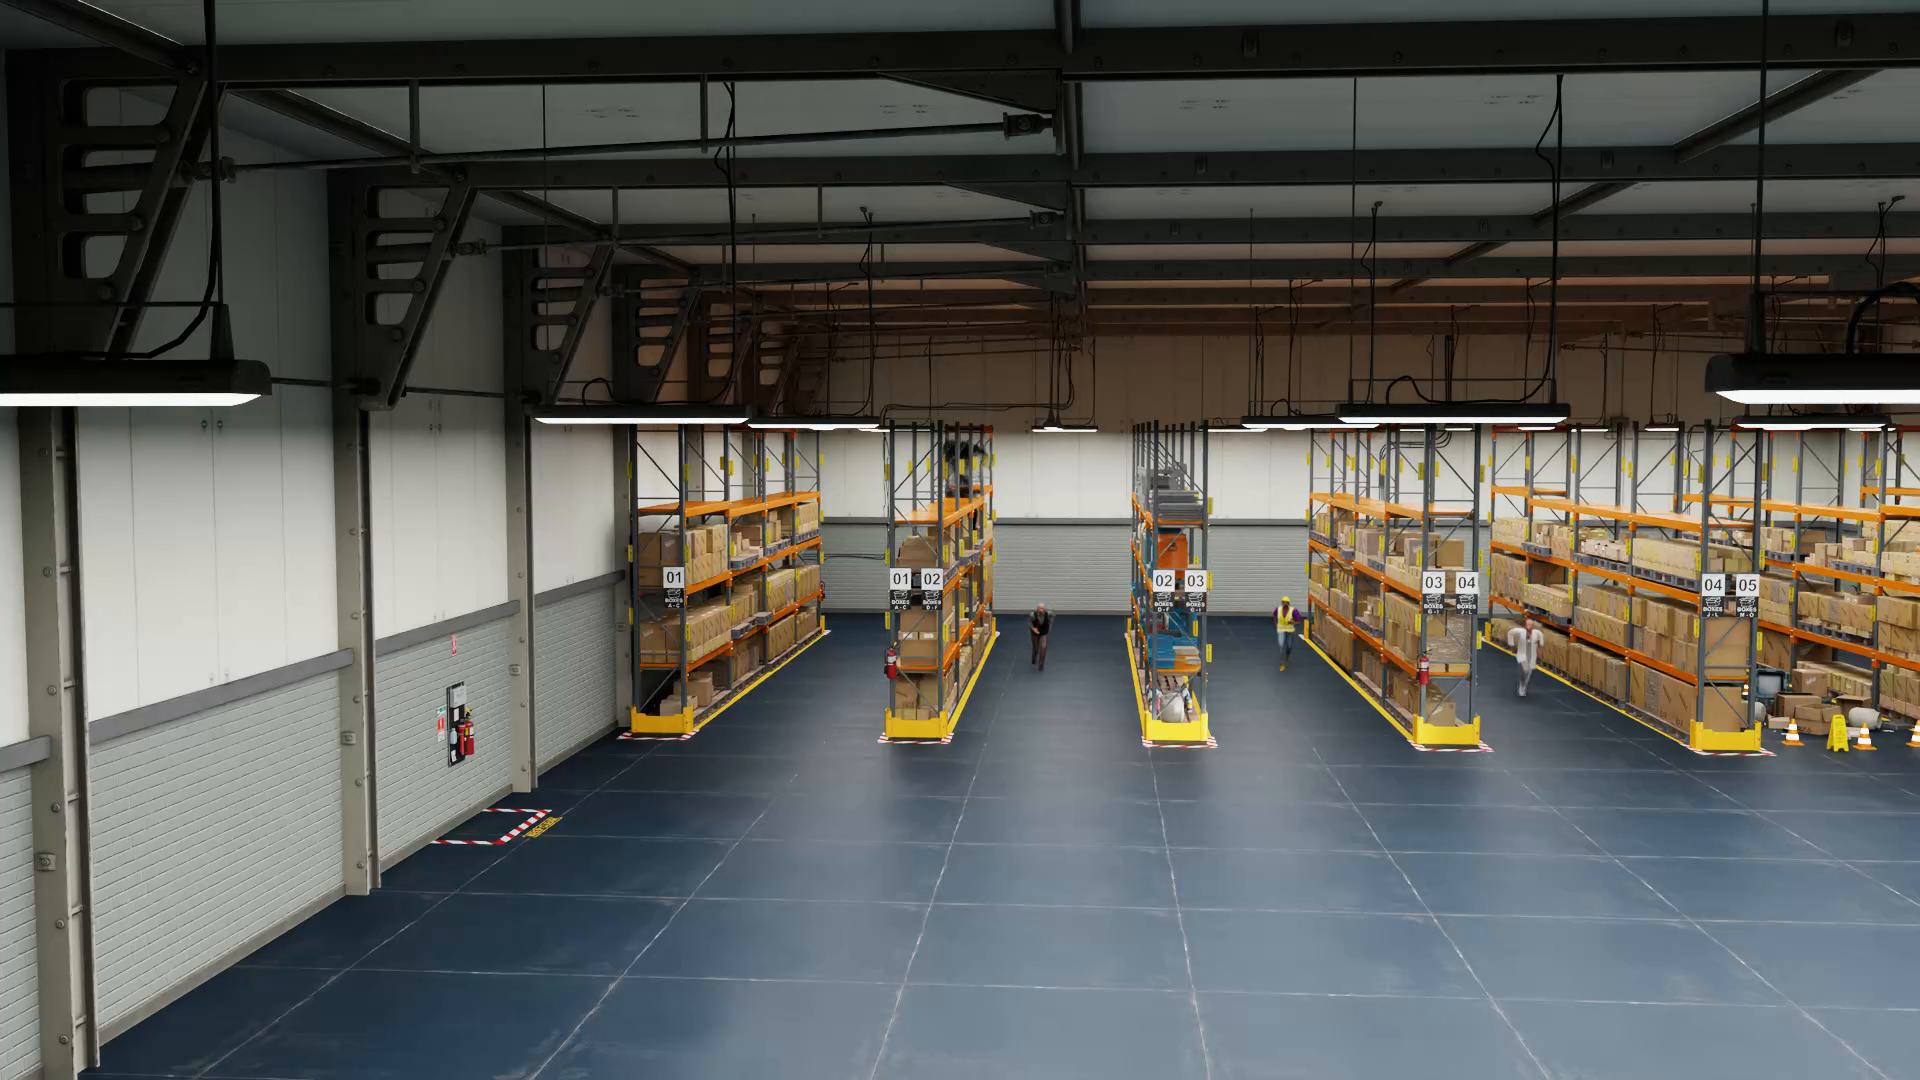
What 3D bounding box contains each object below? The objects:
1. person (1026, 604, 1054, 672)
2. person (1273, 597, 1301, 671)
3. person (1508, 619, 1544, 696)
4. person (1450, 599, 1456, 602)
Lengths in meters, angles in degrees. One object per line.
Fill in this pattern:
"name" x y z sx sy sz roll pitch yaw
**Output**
"person" 1.925 2.351 40.622 0.697 1.680 1.008 -1 4 -11
"person" 8.011 2.274 40.753 0.644 1.799 1.114 1 4 9
"person" 12.326 2.557 36.214 0.690 1.706 0.951 0 4 0
"person" 13.606 1.926 46.766 0.749 1.689 0.619 3 4 36
